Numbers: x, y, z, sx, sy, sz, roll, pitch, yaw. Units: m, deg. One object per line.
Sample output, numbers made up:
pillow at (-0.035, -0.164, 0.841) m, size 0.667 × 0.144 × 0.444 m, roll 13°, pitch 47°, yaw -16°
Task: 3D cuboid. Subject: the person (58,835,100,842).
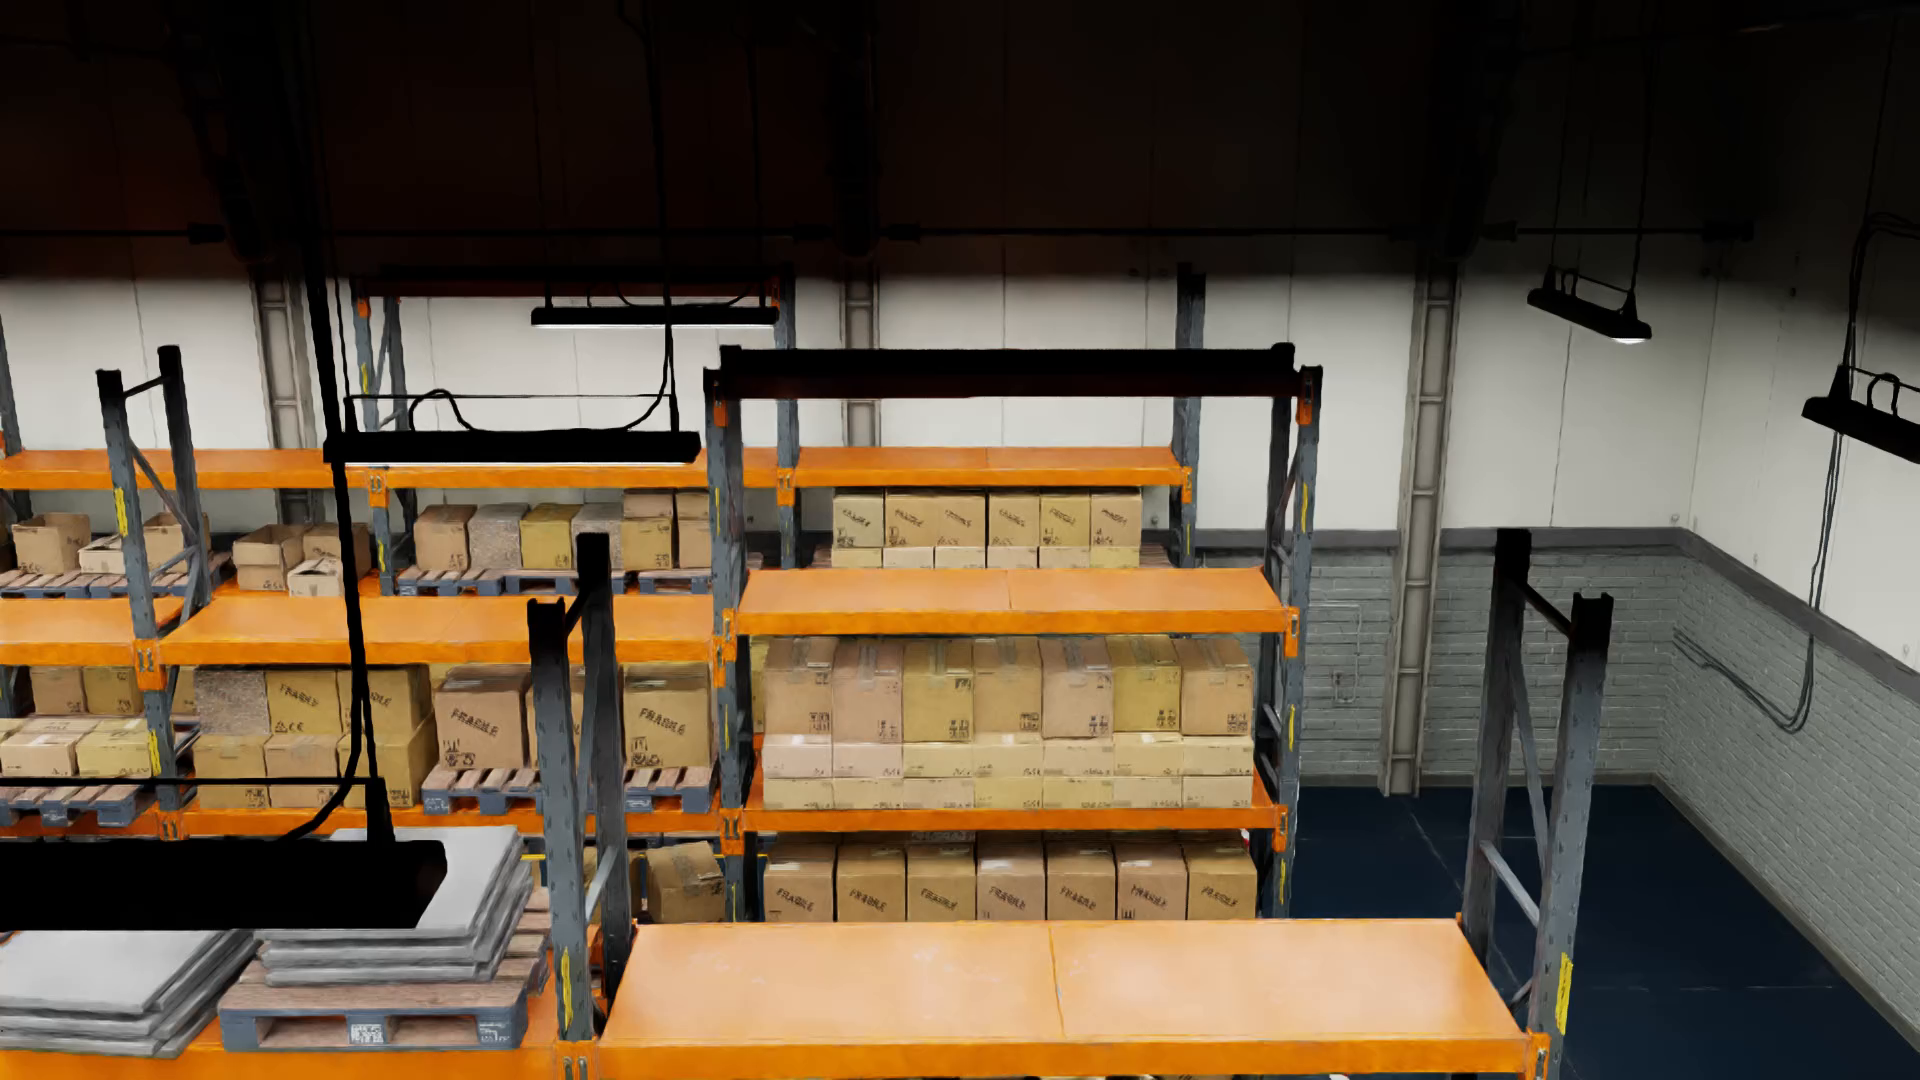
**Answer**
person at (-8.537, 2.719, 16.201) m, size 0.578 × 1.714 × 0.719 m, roll -1°, pitch 16°, yaw -3°
